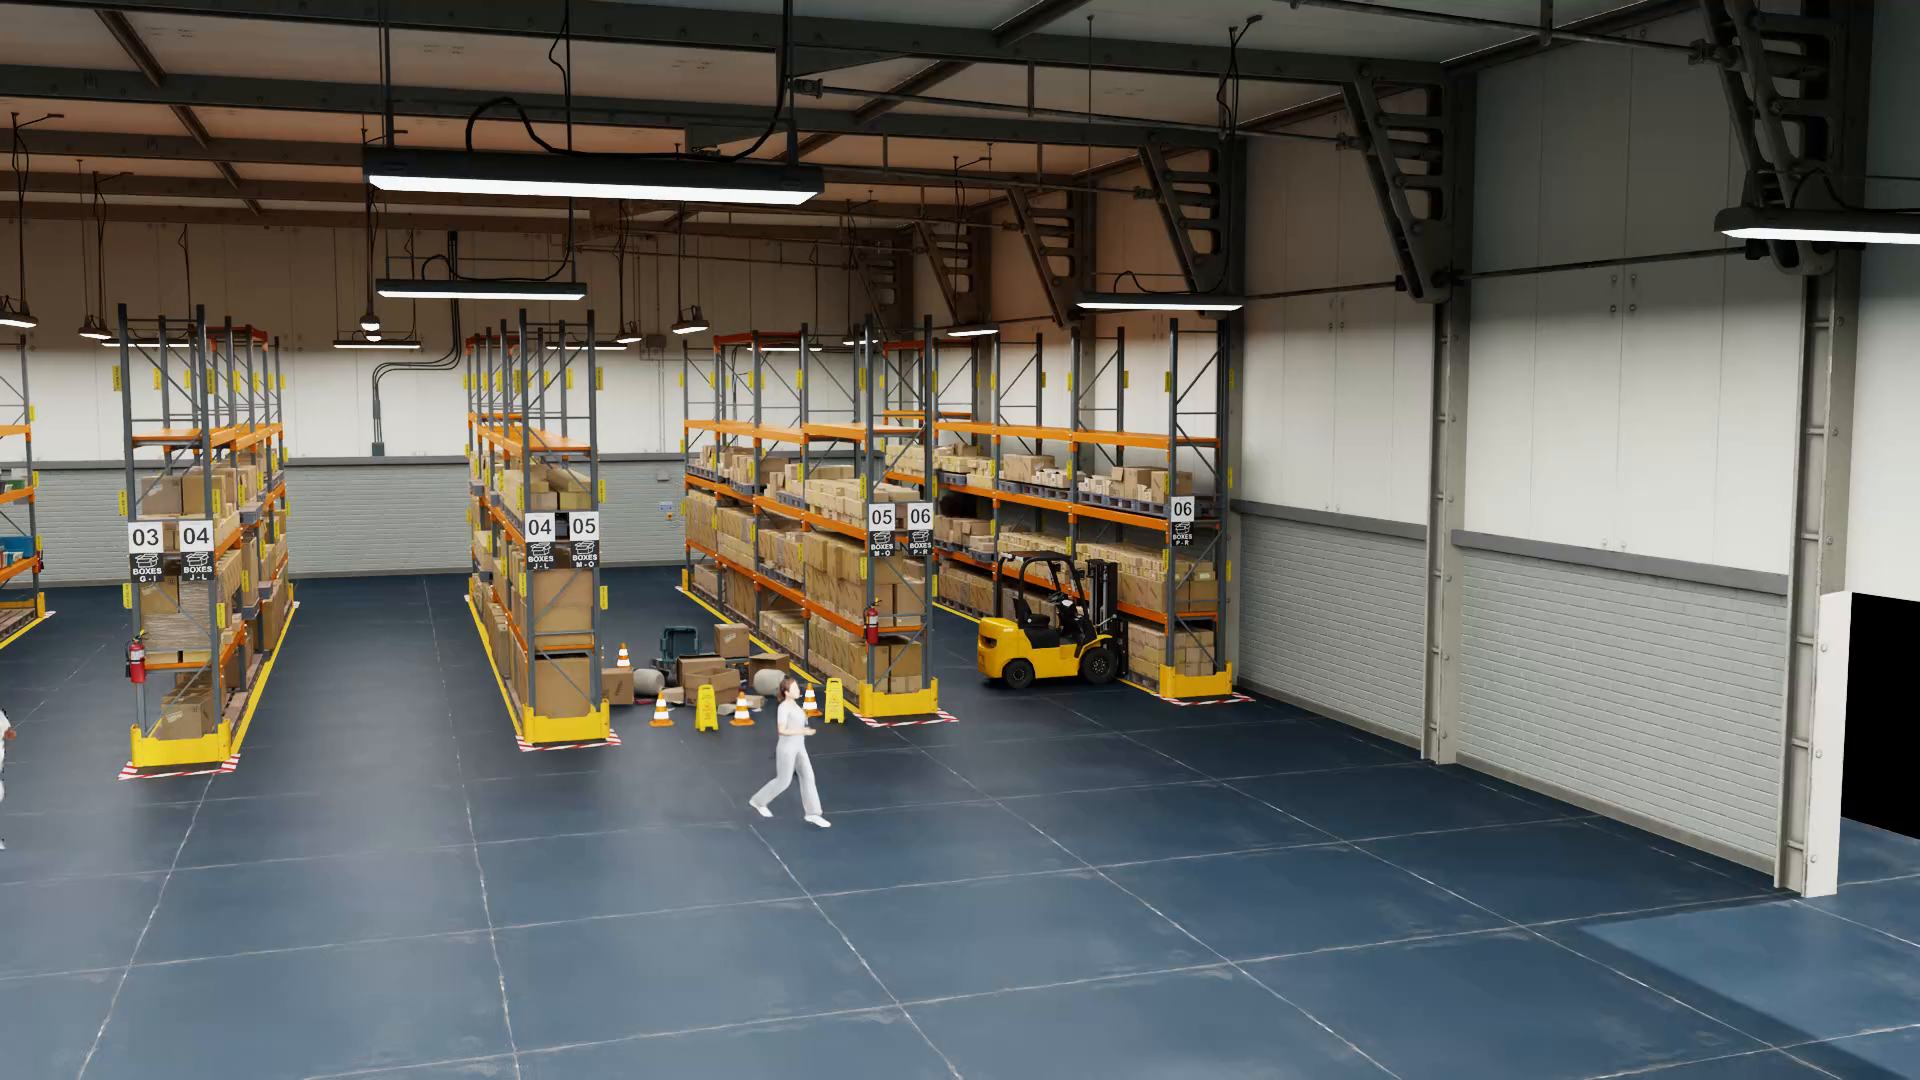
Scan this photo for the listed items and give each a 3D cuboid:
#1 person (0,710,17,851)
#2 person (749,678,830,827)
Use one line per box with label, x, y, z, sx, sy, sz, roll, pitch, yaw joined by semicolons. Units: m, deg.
person;-10.523;2.425;17.924;0.765;1.820;0.676;1;6;12
person;-1.927;2.386;18.733;0.956;1.684;0.566;2;6;18
